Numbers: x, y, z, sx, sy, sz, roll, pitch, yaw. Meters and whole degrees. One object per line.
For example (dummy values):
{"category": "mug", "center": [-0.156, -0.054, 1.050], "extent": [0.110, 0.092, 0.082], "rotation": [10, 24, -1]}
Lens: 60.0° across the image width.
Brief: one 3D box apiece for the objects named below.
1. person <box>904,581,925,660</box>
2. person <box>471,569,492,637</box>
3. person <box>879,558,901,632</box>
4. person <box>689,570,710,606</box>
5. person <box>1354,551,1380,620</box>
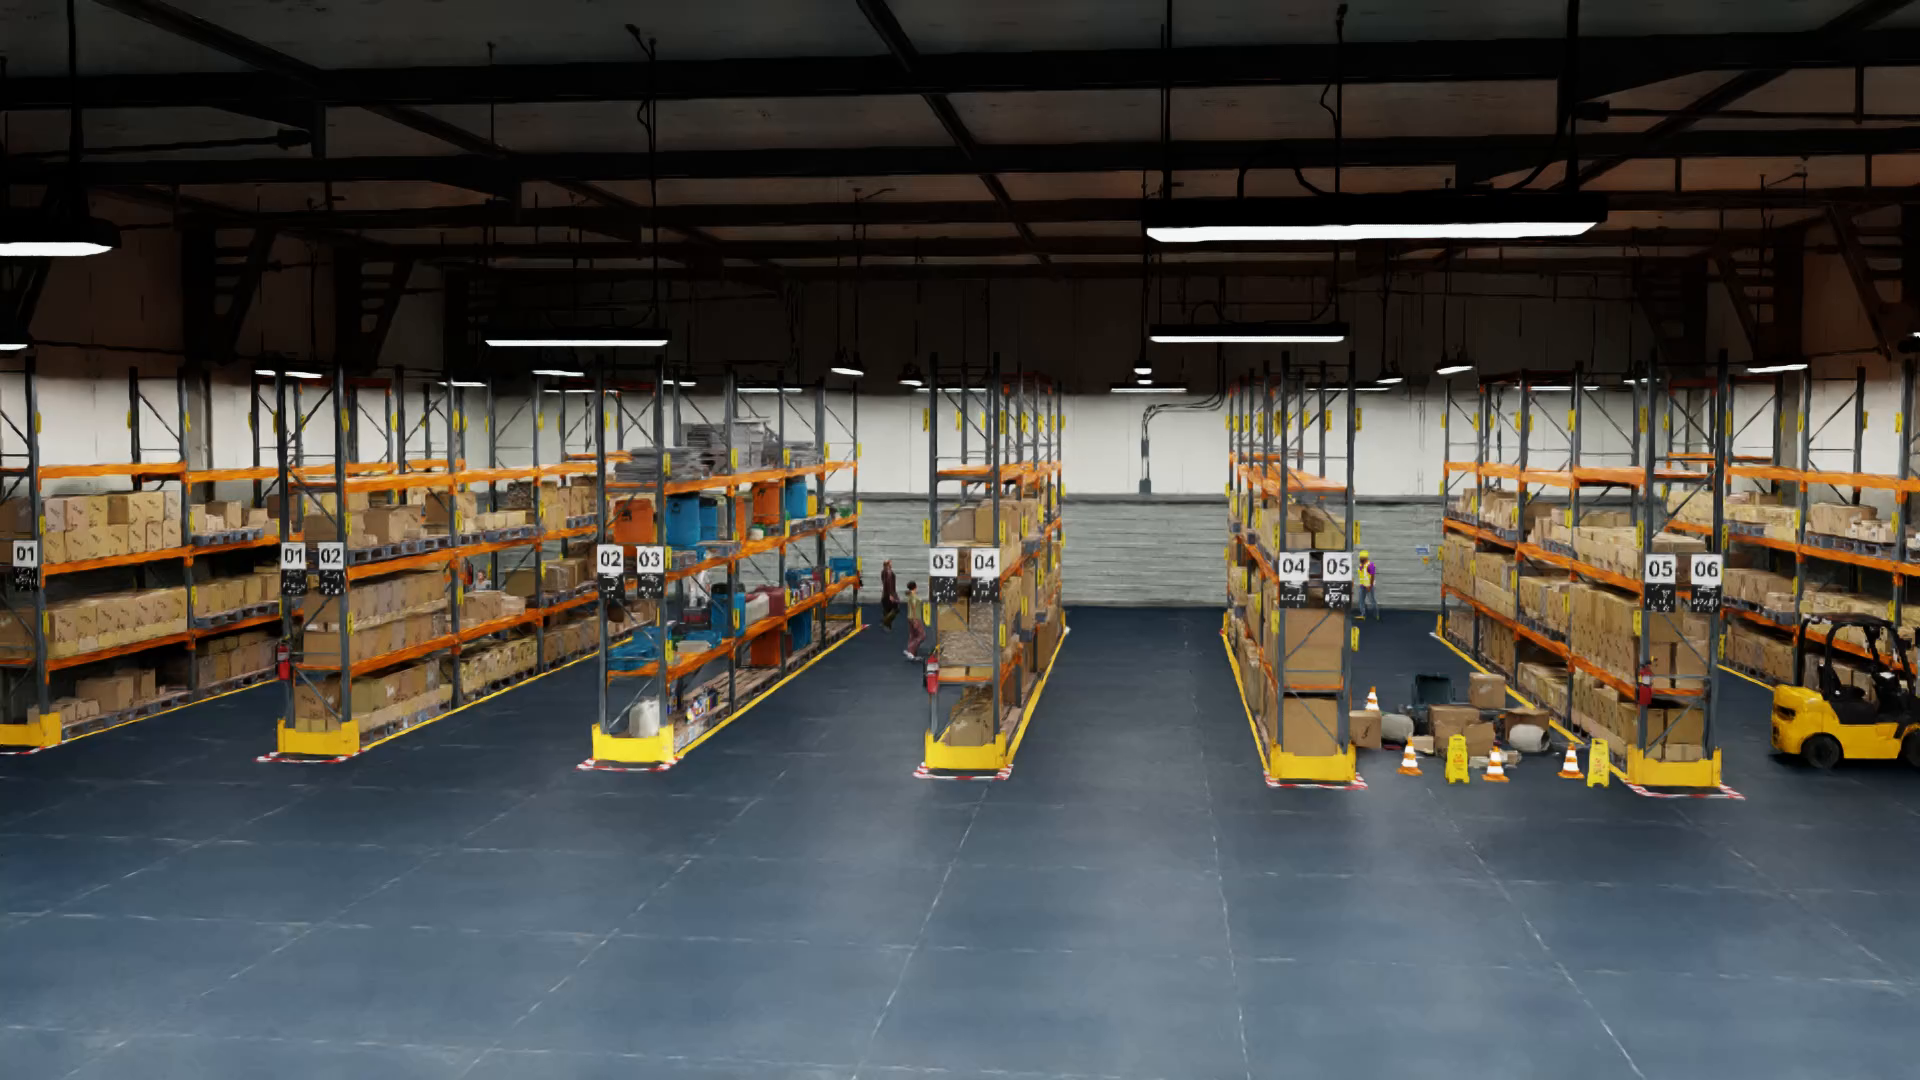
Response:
{"category": "person", "center": [-0.984, 1.693, 34.987], "extent": [0.432, 1.670, 0.503], "rotation": [-1, 4, -20]}
{"category": "person", "center": [-11.090, 1.466, 38.677], "extent": [0.580, 1.618, 0.507], "rotation": [0, 4, 4]}
{"category": "person", "center": [-1.700, 1.314, 39.579], "extent": [0.517, 1.779, 0.634], "rotation": [-1, 4, -19]}
{"category": "person", "center": [-6.287, 1.309, 40.006], "extent": [0.579, 1.732, 1.042], "rotation": [0, 4, 6]}
{"category": "person", "center": [10.336, 1.152, 42.172], "extent": [0.614, 1.762, 0.594], "rotation": [-2, 4, -25]}
